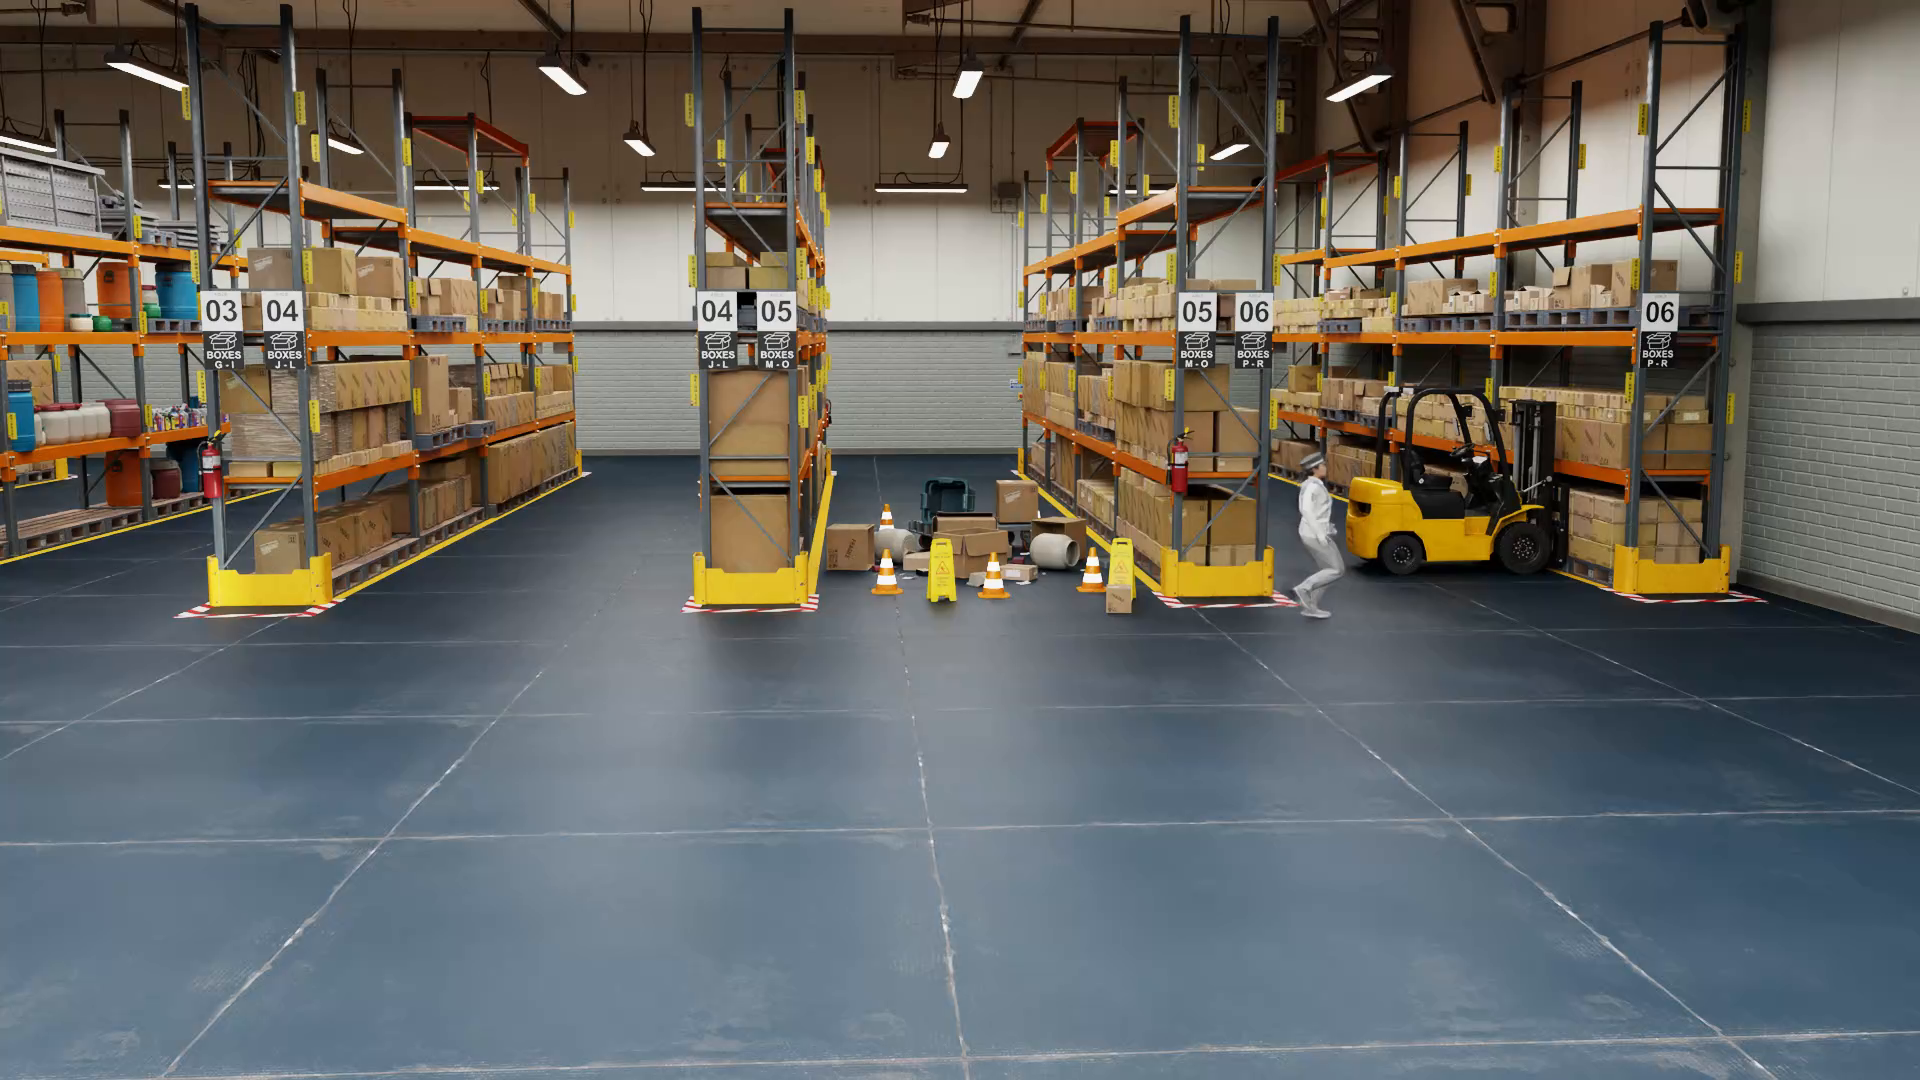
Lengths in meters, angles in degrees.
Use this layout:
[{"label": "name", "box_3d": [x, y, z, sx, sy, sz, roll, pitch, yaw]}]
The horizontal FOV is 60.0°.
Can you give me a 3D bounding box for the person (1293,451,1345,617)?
[{"label": "person", "box_3d": [3.500, -0.056, 16.208, 0.487, 1.631, 0.608, 0, 7, 0]}]
